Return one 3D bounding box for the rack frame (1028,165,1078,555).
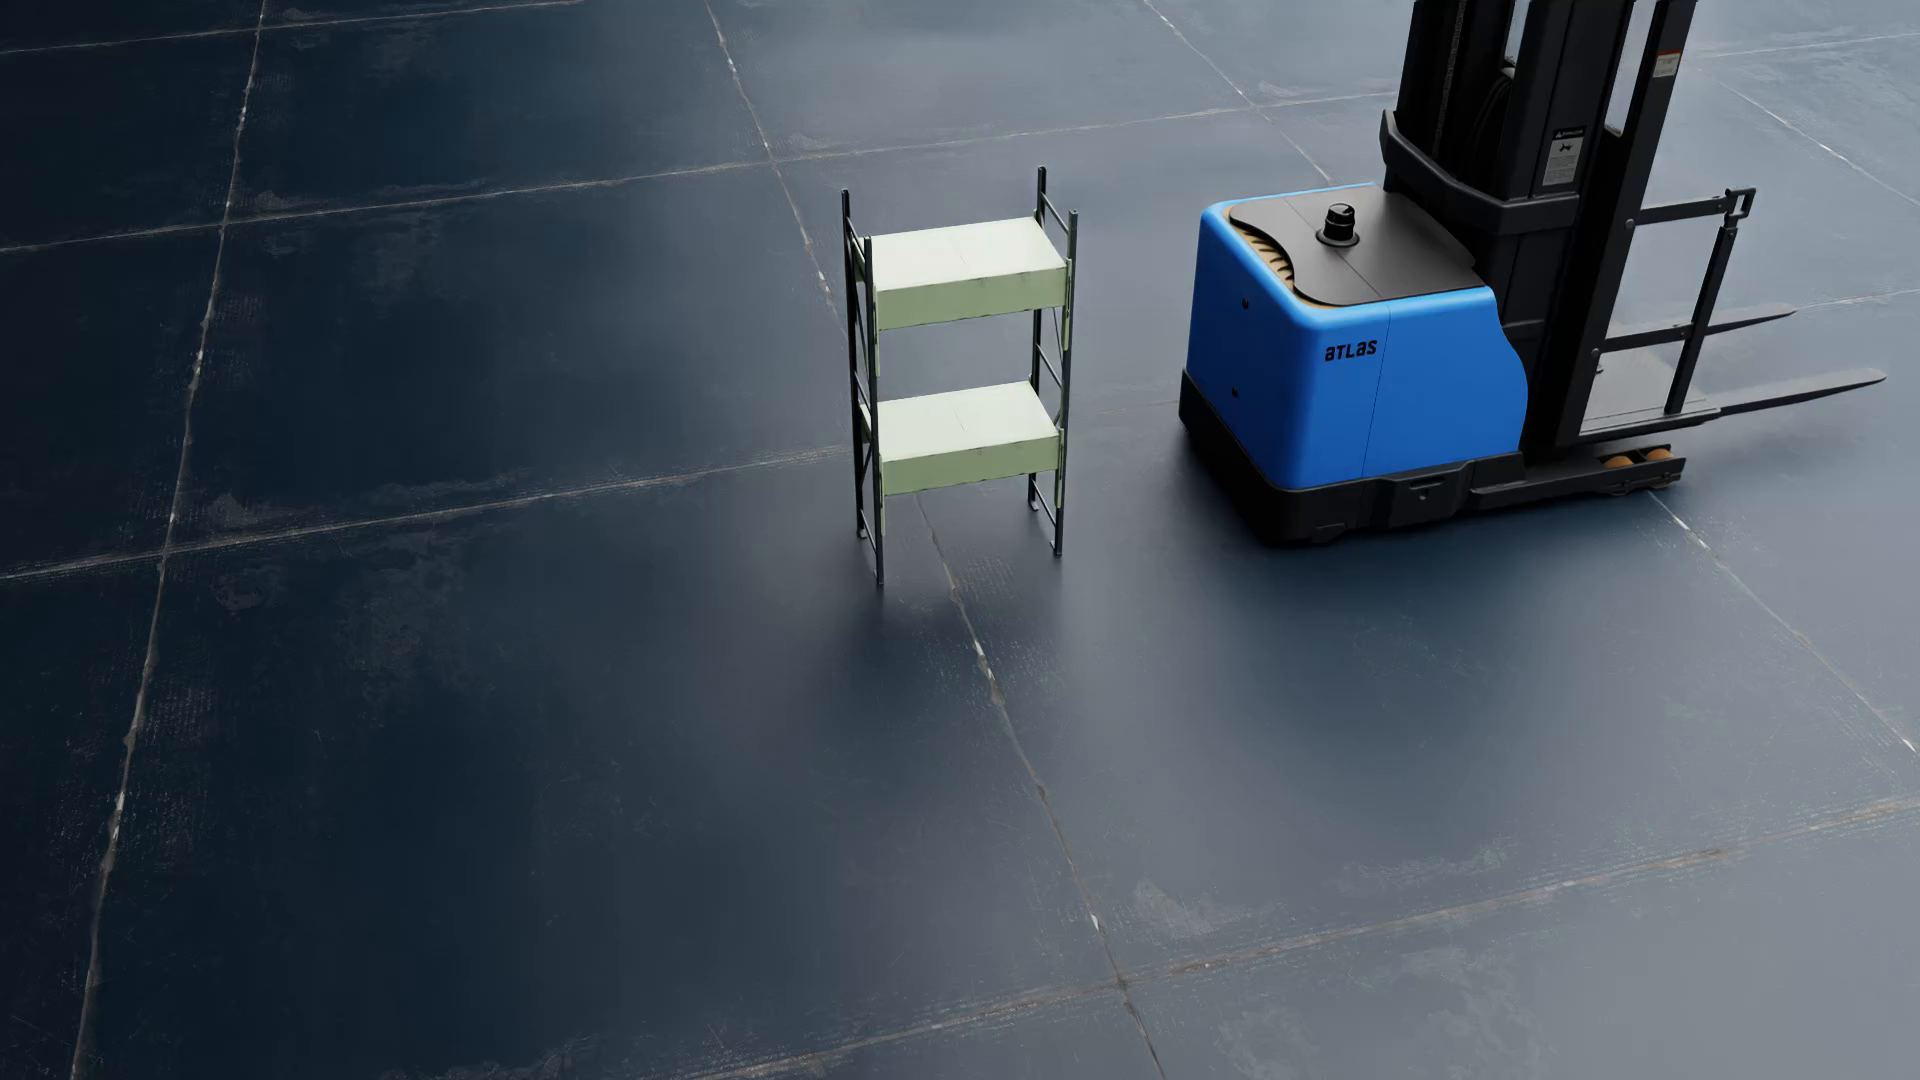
[{"bbox_3d":[0.347,-0.653,6.369,0.023,1.500,0.400,-9,38,-12],"label":"rack frame"}]

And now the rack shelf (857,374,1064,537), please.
[{"bbox_3d":[-0.006,-0.336,6.491,0.720,0.370,0.431,-9,38,-12],"label":"rack shelf"}]

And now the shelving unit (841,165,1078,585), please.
[{"bbox_3d":[-0.006,-0.595,6.293,0.755,1.500,0.431,-9,38,-12],"label":"shelving unit"}]

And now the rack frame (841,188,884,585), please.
[{"bbox_3d":[-0.360,-0.537,6.217,0.023,1.500,0.400,-9,38,-12],"label":"rack frame"}]

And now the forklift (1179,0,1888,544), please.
[{"bbox_3d":[2.542,-1.649,6.493,3.031,2.935,1.130,-10,39,-13],"label":"forklift"}]

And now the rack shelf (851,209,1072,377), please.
[{"bbox_3d":[-0.006,-0.905,6.056,0.720,0.370,0.431,-9,38,-12],"label":"rack shelf"}]
